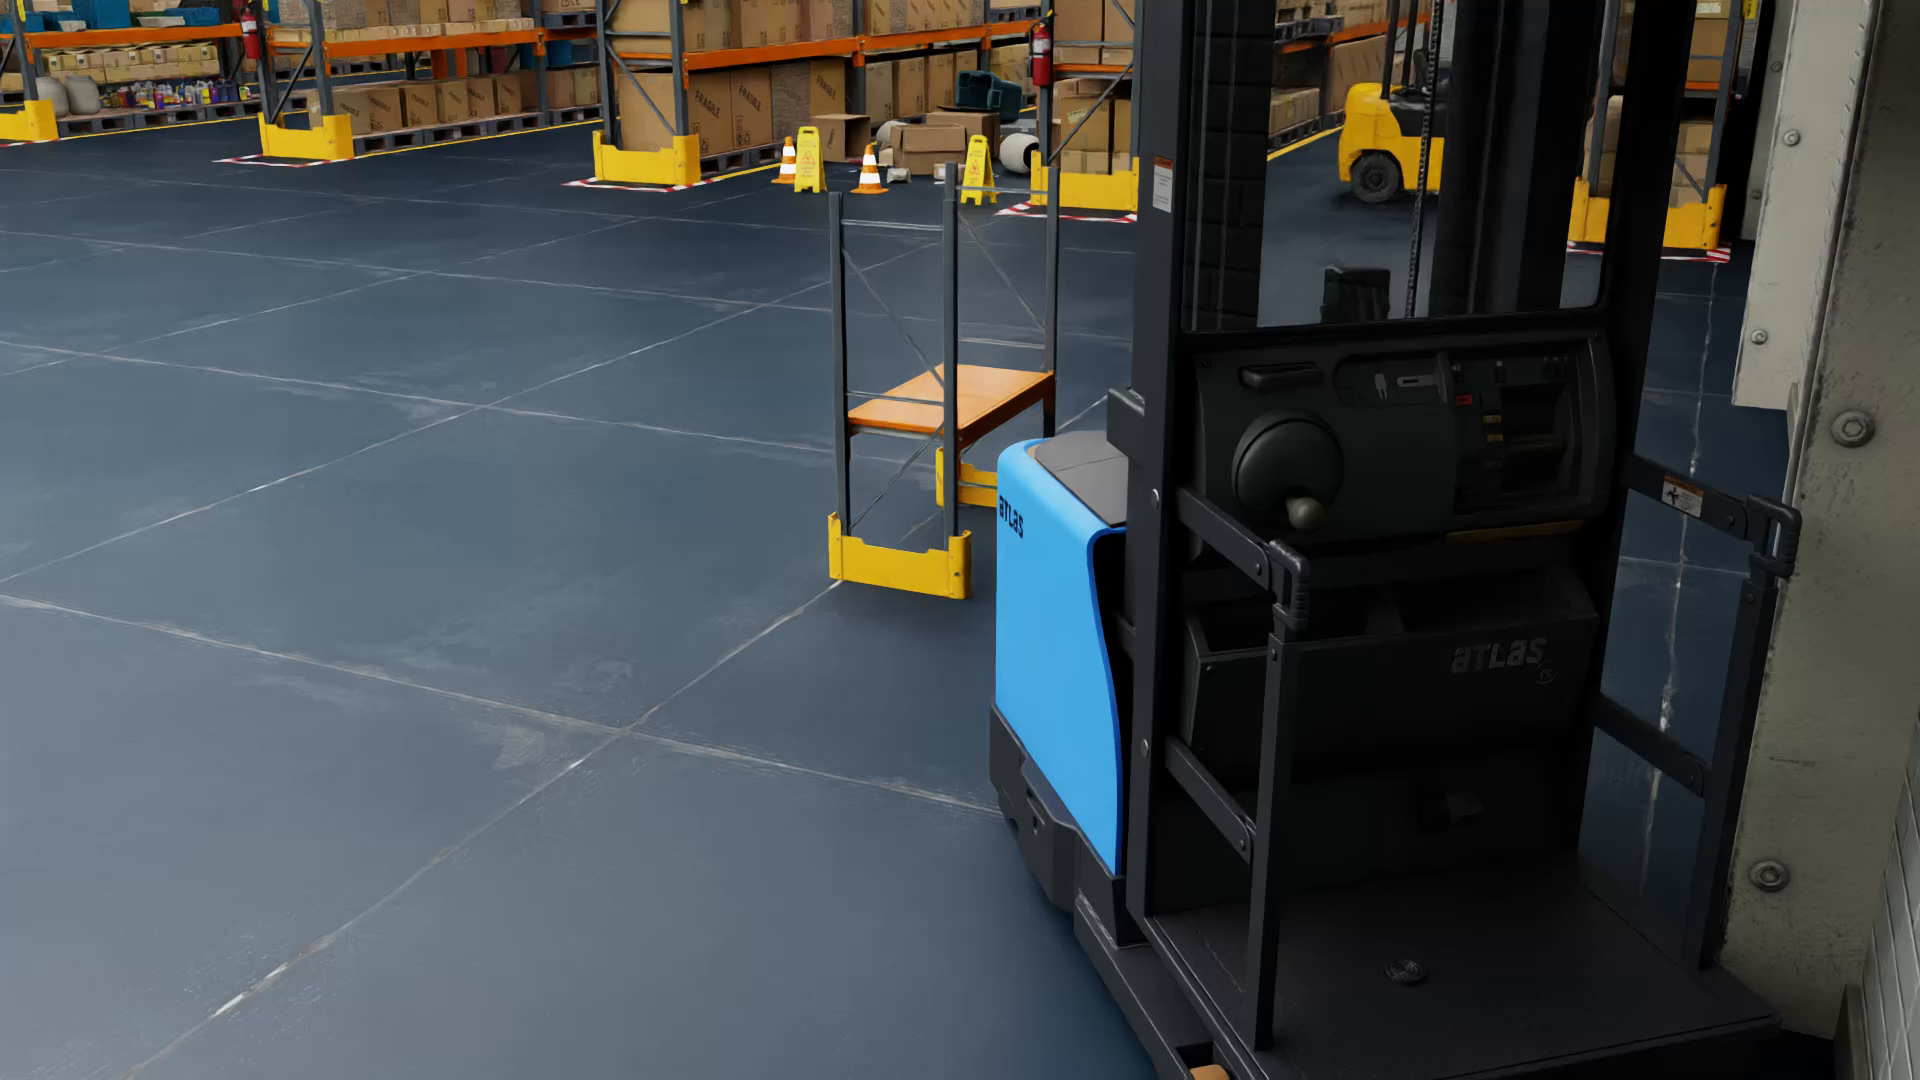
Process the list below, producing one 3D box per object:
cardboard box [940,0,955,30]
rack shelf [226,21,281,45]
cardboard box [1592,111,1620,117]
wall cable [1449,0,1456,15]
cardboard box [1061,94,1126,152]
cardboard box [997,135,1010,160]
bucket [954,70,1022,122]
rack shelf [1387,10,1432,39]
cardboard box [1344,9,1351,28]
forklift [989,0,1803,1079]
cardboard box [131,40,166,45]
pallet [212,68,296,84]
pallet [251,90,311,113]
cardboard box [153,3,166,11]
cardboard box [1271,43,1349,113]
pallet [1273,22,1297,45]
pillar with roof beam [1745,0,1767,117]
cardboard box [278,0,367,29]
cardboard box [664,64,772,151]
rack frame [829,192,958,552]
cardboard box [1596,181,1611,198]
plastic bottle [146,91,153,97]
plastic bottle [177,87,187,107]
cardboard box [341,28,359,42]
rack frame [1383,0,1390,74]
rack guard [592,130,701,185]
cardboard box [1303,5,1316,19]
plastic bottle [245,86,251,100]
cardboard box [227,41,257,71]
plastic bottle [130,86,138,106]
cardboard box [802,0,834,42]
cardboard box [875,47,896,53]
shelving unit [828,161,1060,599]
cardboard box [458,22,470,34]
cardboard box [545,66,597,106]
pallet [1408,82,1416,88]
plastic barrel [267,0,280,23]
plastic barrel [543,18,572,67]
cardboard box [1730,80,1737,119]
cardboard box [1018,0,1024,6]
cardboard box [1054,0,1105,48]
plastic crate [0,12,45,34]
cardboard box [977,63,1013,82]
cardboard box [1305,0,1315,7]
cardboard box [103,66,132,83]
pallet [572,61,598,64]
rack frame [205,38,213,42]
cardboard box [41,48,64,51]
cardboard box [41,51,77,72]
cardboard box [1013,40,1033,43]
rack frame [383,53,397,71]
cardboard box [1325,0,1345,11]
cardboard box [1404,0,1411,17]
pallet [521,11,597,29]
[{"bbox_3d":[-0.396,-7.275,22.799,0.500,0.500,0.500,8,21,22],"label":"cardboard box"},{"bbox_3d":[-9.868,-8.148,26.477,1.077,0.370,4.000,9,21,23],"label":"rack shelf"},{"bbox_3d":[5.873,-3.647,14.733,0.500,0.250,0.500,9,21,24],"label":"cardboard box"},{"bbox_3d":[10.075,-11.725,33.898,0.585,1.953,0.123,9,21,23],"label":"wall cable"},{"bbox_3d":[1.325,-4.150,16.519,0.500,0.500,0.500,9,21,23],"label":"cardboard box"},{"bbox_3d":[0.581,-4.594,19.489,0.258,0.266,0.396,-5,20,-15],"label":"cardboard box"},{"bbox_3d":[0.363,-5.300,20.013,0.726,0.611,0.620,18,16,41],"label":"bucket"},{"bbox_3d":[6.968,-8.554,27.619,1.077,0.370,4.000,9,21,23],"label":"rack shelf"},{"bbox_3d":[5.135,-7.263,23.138,0.500,0.250,0.500,8,21,21],"label":"cardboard box"},{"bbox_3d":[0.972,-0.209,3.182,1.130,2.935,3.031,-5,20,-15],"label":"forklift"},{"bbox_3d":[-16.958,-10.377,34.252,0.750,0.750,0.750,9,22,24],"label":"cardboard box"},{"bbox_3d":[-13.226,-8.688,31.084,1.003,0.211,1.213,9,21,23],"label":"pallet"},{"bbox_3d":[-10.400,-6.807,25.795,1.003,0.211,1.213,9,21,23],"label":"pallet"},{"bbox_3d":[-14.037,-9.263,28.914,0.380,0.149,0.250,10,22,27],"label":"cardboard box"},{"bbox_3d":[4.870,-6.456,23.189,0.875,0.875,0.875,8,21,22],"label":"cardboard box"},{"bbox_3d":[3.319,-5.960,19.536,1.003,0.211,1.213,9,21,23],"label":"pallet"},{"bbox_3d":[7.859,-11.108,24.774,9.100,9.000,0.400,9,21,23],"label":"pillar with roof beam"},{"bbox_3d":[-7.556,-6.325,19.684,0.875,0.500,0.500,9,21,23],"label":"cardboard box"},{"bbox_3d":[-2.746,-4.944,18.939,0.875,0.875,0.875,8,21,22],"label":"cardboard box"},{"bbox_3d":[-0.243,-0.525,6.207,0.500,1.500,0.032,9,21,23],"label":"rack frame"},{"bbox_3d":[5.669,-3.023,14.469,0.500,0.250,0.500,9,21,23],"label":"cardboard box"},{"bbox_3d":[-11.595,-6.327,23.802,0.097,0.201,0.097,0,20,0],"label":"plastic bottle"},{"bbox_3d":[-11.033,-6.283,23.576,0.097,0.271,0.097,0,20,0],"label":"plastic bottle"},{"bbox_3d":[-7.352,-5.983,19.691,0.380,0.149,0.250,9,21,23],"label":"cardboard box"},{"bbox_3d":[6.149,-8.282,25.779,1.000,3.000,0.127,9,21,23],"label":"rack frame"},{"bbox_3d":[-3.332,-4.077,17.686,1.175,0.500,0.348,9,21,23],"label":"rack guard"},{"bbox_3d":[4.275,-6.669,20.993,0.380,0.149,0.250,9,21,24],"label":"cardboard box"},{"bbox_3d":[-10.551,-6.611,24.600,0.097,0.201,0.097,0,20,0],"label":"plastic bottle"},{"bbox_3d":[-13.119,-8.909,30.616,0.500,0.500,0.500,10,22,25],"label":"cardboard box"},{"bbox_3d":[-11.787,-6.314,23.655,0.152,0.276,0.135,8,21,21],"label":"plastic bottle"},{"bbox_3d":[-2.029,-6.270,19.897,0.875,0.550,0.550,9,21,23],"label":"cardboard box"},{"bbox_3d":[-1.816,-9.576,31.964,0.875,0.875,0.875,9,21,23],"label":"cardboard box"},{"bbox_3d":[-0.031,-0.683,6.652,0.587,1.500,1.083,9,21,23],"label":"shelving unit"},{"bbox_3d":[-6.545,-6.596,21.415,0.380,0.149,0.250,9,21,23],"label":"cardboard box"},{"bbox_3d":[-5.684,-6.553,23.994,0.700,0.500,0.500,8,21,22],"label":"cardboard box"},{"bbox_3d":[7.030,-7.564,27.923,1.003,0.211,1.213,9,21,23],"label":"pallet"},{"bbox_3d":[-10.252,-8.188,24.769,0.600,0.901,0.708,9,21,23],"label":"plastic barrel"},{"bbox_3d":[-7.649,-9.366,31.334,0.600,0.901,0.708,9,21,23],"label":"plastic barrel"},{"bbox_3d":[9.905,-5.798,21.900,0.500,0.500,0.500,10,22,25],"label":"cardboard box"},{"bbox_3d":[0.757,-8.225,25.368,0.380,0.149,0.250,9,22,24],"label":"cardboard box"},{"bbox_3d":[1.206,-5.004,15.971,0.500,0.500,0.500,8,21,22],"label":"cardboard box"},{"bbox_3d":[-12.393,-6.777,21.770,0.499,0.251,0.616,9,21,23],"label":"plastic crate"},{"bbox_3d":[0.476,-6.909,25.022,0.500,0.500,0.500,8,21,20],"label":"cardboard box"},{"bbox_3d":[4.171,-6.953,20.823,0.500,0.500,0.500,7,21,19],"label":"cardboard box"},{"bbox_3d":[-14.393,-7.863,28.078,0.500,0.250,0.500,8,21,21],"label":"cardboard box"},{"bbox_3d":[-7.145,-9.237,32.628,1.003,0.211,1.213,9,21,23],"label":"pallet"},{"bbox_3d":[-16.449,-11.681,35.336,1.000,3.000,0.127,9,21,23],"label":"rack frame"},{"bbox_3d":[-15.092,-8.046,27.756,0.500,0.311,0.500,9,22,24],"label":"cardboard box"},{"bbox_3d":[-14.808,-7.815,27.107,0.500,0.311,0.500,9,21,23],"label":"cardboard box"},{"bbox_3d":[1.091,-7.722,26.191,0.500,0.250,0.500,8,21,20],"label":"cardboard box"},{"bbox_3d":[-11.928,-11.002,33.428,1.000,3.000,0.127,9,21,23],"label":"rack frame"},{"bbox_3d":[4.944,-7.345,22.623,0.500,0.250,0.500,8,21,22],"label":"cardboard box"},{"bbox_3d":[6.999,-8.741,26.921,0.500,0.500,0.500,9,21,23],"label":"cardboard box"},{"bbox_3d":[-5.722,-7.319,23.359,1.003,0.211,1.213,9,21,23],"label":"pallet"}]
